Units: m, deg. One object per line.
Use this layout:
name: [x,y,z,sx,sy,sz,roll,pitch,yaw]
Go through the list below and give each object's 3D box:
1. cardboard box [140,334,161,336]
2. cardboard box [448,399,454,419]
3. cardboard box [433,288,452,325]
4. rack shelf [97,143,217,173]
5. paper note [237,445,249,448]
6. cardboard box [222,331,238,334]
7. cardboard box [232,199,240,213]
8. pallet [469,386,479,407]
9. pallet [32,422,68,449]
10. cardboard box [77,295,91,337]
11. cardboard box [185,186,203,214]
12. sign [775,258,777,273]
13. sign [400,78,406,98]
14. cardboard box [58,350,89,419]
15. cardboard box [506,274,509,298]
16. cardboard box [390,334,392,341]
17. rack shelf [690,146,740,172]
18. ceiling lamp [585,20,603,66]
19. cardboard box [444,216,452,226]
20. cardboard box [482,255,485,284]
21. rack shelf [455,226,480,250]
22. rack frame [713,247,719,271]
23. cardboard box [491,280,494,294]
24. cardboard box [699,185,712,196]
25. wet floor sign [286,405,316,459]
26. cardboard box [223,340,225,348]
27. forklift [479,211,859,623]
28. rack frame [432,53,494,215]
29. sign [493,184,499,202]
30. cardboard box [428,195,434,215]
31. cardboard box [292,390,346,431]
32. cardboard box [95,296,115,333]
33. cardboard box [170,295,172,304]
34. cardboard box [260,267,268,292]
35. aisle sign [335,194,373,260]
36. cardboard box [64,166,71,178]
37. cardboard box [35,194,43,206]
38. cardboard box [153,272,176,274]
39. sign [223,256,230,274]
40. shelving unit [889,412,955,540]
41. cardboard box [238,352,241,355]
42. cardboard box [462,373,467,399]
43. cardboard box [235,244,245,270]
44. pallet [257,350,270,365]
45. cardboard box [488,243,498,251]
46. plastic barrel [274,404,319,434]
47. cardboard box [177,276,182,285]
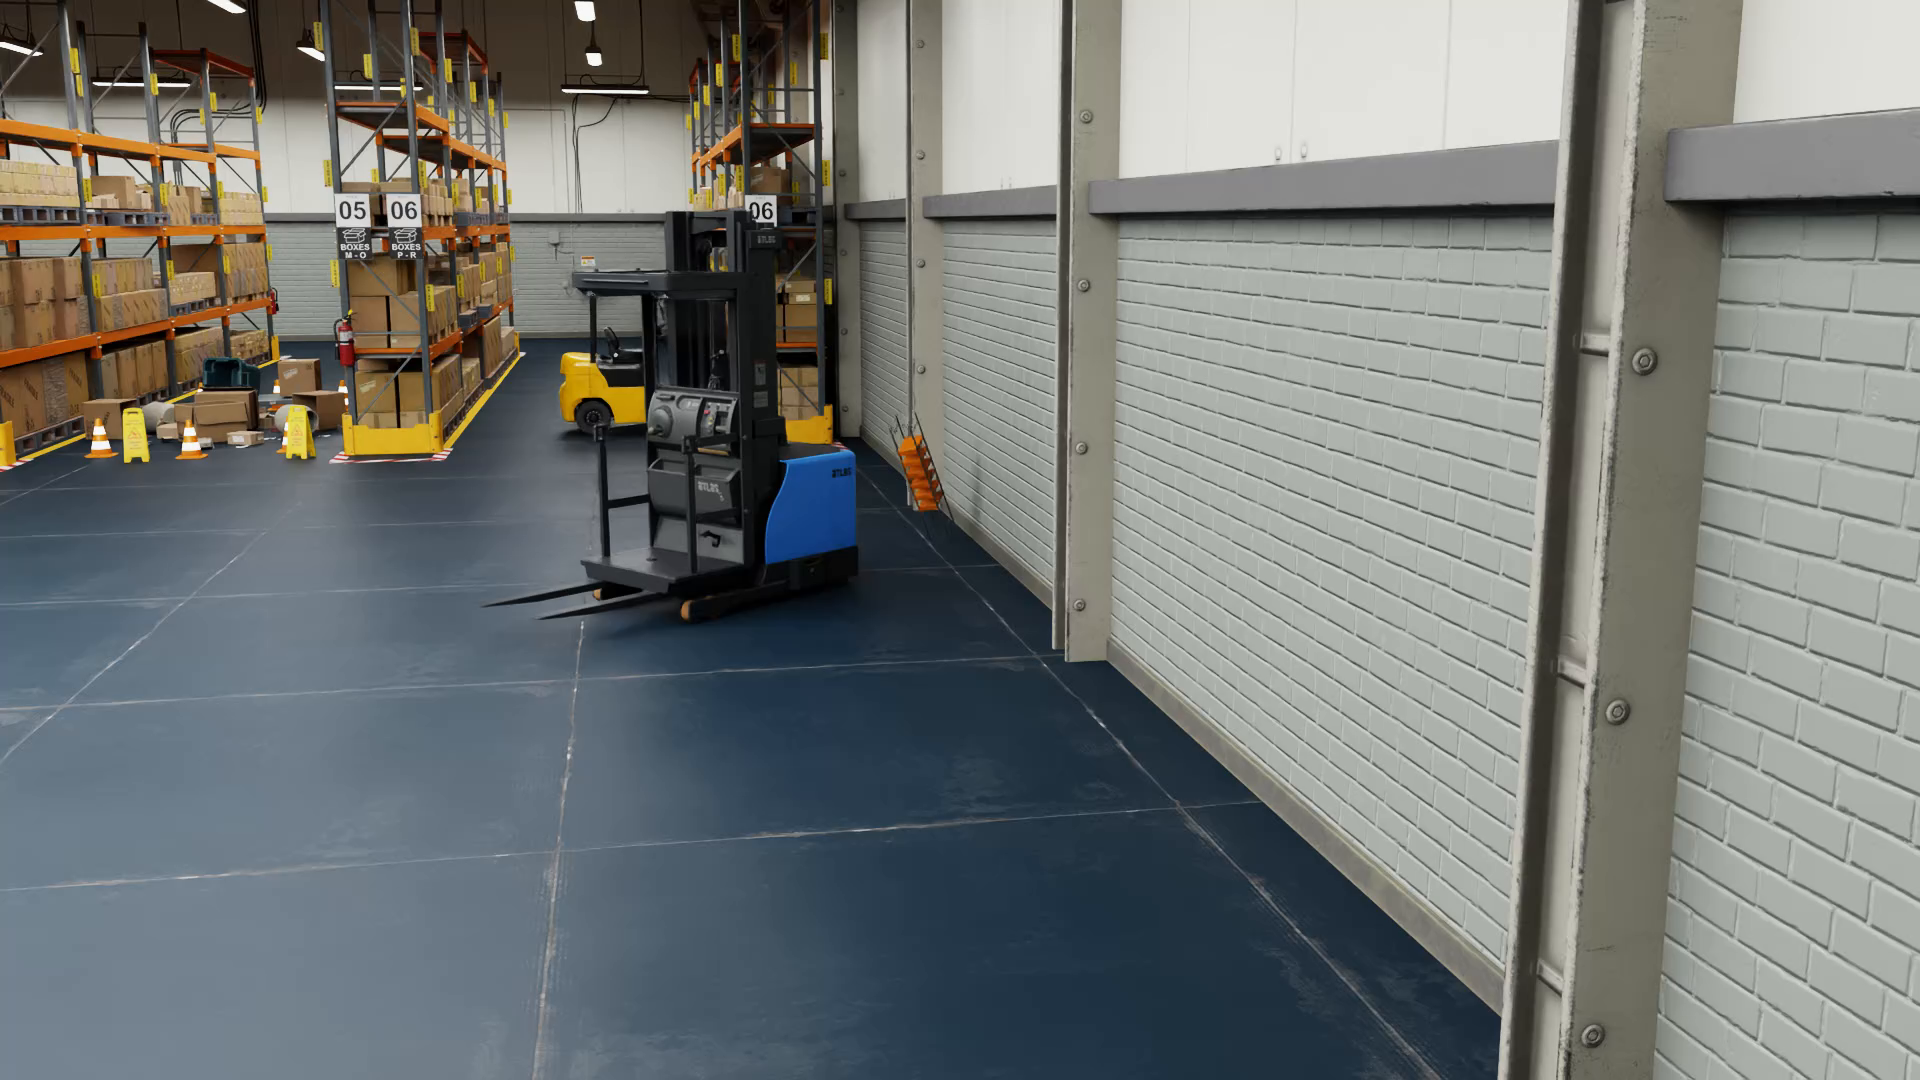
cardboard box: [-14.025,-3.393,28.557,0.500,0.250,0.500,-2,11,-10]
cardboard box: [-7.230,-1.776,22.738,0.500,0.250,0.500,-1,11,-7]
cardboard box: [-7.370,-3.237,23.117,0.500,0.500,0.500,-2,11,-9]
rack shelf: [-13.915,-6.602,28.810,1.077,0.370,4.000,-2,11,-11]
paper note: [-9.270,-1.212,21.482,0.148,0.019,0.142,-6,13,-31]
cardboard box: [-15.142,-4.249,34.407,0.380,0.149,0.250,-2,11,-10]
cardboard box: [-14.339,-6.499,32.359,0.500,0.250,0.500,-2,11,-10]
pallet: [-8.306,-2.300,26.717,1.003,0.211,1.213,-2,11,-11]
pallet: [-12.436,-1.368,21.820,1.003,0.211,1.213,-2,11,-11]
cardboard box: [-12.664,-3.111,23.118,0.875,0.550,0.550,-2,11,-11]
cardboard box: [-14.338,-6.227,30.479,0.700,0.500,0.500,-2,11,-11]
sign: [-3.278,-4.807,29.336,0.100,0.325,0.005,-2,11,-11]
sign: [-9.234,-7.500,27.610,0.100,0.325,0.005,-2,11,-11]
cardboard box: [-12.694,-2.149,23.025,0.875,0.875,0.875,-2,11,-10]
cardboard box: [-9.700,-5.288,34.688,0.500,0.500,0.500,-2,11,-9]
cardboard box: [-7.595,-2.695,22.007,0.380,0.149,0.250,-2,11,-10]
rack shelf: [-4.989,-7.910,34.623,1.077,0.370,4.000,-2,11,-11]
ceiling lamp: [-6.593,-10.532,30.855,0.800,3.185,2.000,-2,11,-11]
cardboard box: [-7.551,-4.606,24.025,0.380,0.149,0.250,-2,11,-11]
cardboard box: [-8.652,-4.767,29.278,0.500,0.500,0.500,-2,11,-11]
rack shelf: [-8.301,-4.790,26.242,1.077,0.370,4.000,-2,11,-11]
rack frame: [-3.822,-4.218,29.335,1.000,3.000,0.127,-2,11,-11]
cardboard box: [-8.933,-4.684,30.848,0.500,0.250,0.500,-2,11,-10]
cardboard box: [-4.884,-6.839,32.460,0.396,0.266,0.258,-2,11,-12]
wet floor sign: [-8.147,-1.339,20.506,0.267,0.644,0.232,2,11,9]
cardboard box: [-14.168,-3.741,31.737,0.380,0.149,0.250,-2,11,-9]
forklift: [-2.144,-0.945,12.323,1.130,2.935,3.031,9,14,39]
rack frame: [-9.468,-7.717,31.676,1.000,3.000,0.127,-2,11,-11]
sign: [-8.938,-6.674,31.992,0.100,0.325,0.005,-2,11,-11]
cardboard box: [-7.059,-4.310,21.402,0.500,0.250,0.500,-2,11,-12]
cardboard box: [-9.038,-1.830,23.469,0.500,0.500,0.500,6,12,28]
cardboard box: [-12.586,-3.260,24.034,0.500,0.500,0.500,-2,11,-10]
cardboard box: [-13.415,-4.010,27.793,0.380,0.149,0.250,-2,11,-12]
cardboard box: [-14.742,-5.428,34.627,0.500,0.500,0.500,-2,11,-10]
aisle sign: [-7.407,-3.825,20.316,0.394,0.787,0.004,-2,11,-11]
cardboard box: [-12.315,-5.000,22.570,0.380,0.149,0.250,-2,11,-11]
cardboard box: [-12.066,-4.375,21.419,0.380,0.149,0.250,-2,11,-11]
cardboard box: [-14.678,-4.858,30.655,0.380,0.149,0.250,-2,11,-8]
sign: [-13.760,-5.161,31.195,0.100,0.325,0.005,-2,11,-11]
shelving unit: [-0.335,-0.566,14.906,0.189,1.200,0.258,-7,33,20]
cardboard box: [-14.309,-3.593,32.554,0.380,0.149,0.250,-2,11,-12]
cardboard box: [-8.017,-2.315,25.240,0.950,0.372,0.625,-2,11,-10]
cardboard box: [-14.336,-5.538,32.533,0.500,0.500,0.500,-2,11,-10]
pallet: [-14.944,-3.771,34.446,1.003,0.211,1.213,-2,11,-11]
cardboard box: [-9.420,-5.836,33.161,0.380,0.149,0.250,-2,11,-11]
plastic barrel: [-9.021,-1.628,22.616,0.512,0.421,0.421,6,12,28]
cardboard box: [-13.575,-4.448,28.501,0.380,0.149,0.250,-3,11,-13]
